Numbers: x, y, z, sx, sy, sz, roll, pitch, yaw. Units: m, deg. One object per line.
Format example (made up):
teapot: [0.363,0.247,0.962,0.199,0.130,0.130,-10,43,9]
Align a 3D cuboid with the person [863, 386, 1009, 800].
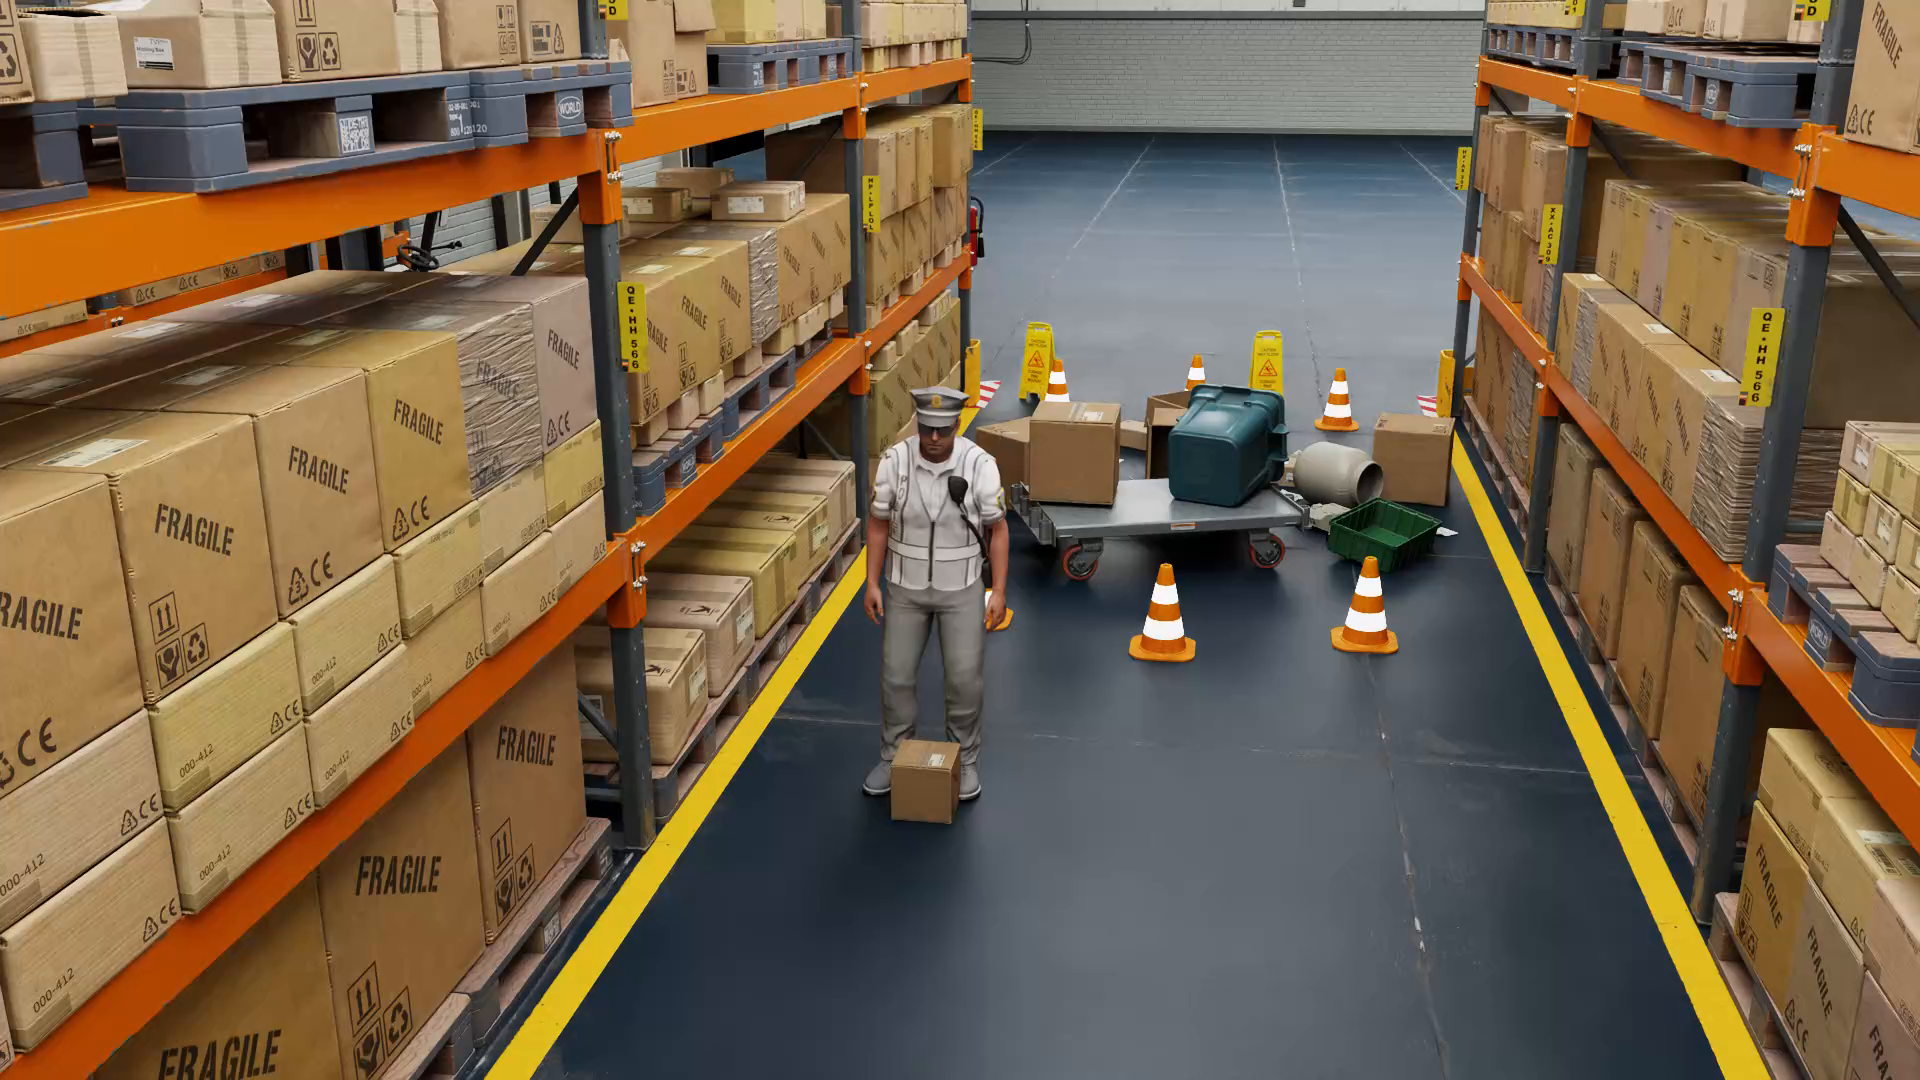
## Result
person: [-0.098,0.203,6.911,0.599,1.746,0.431,2,18,7]
